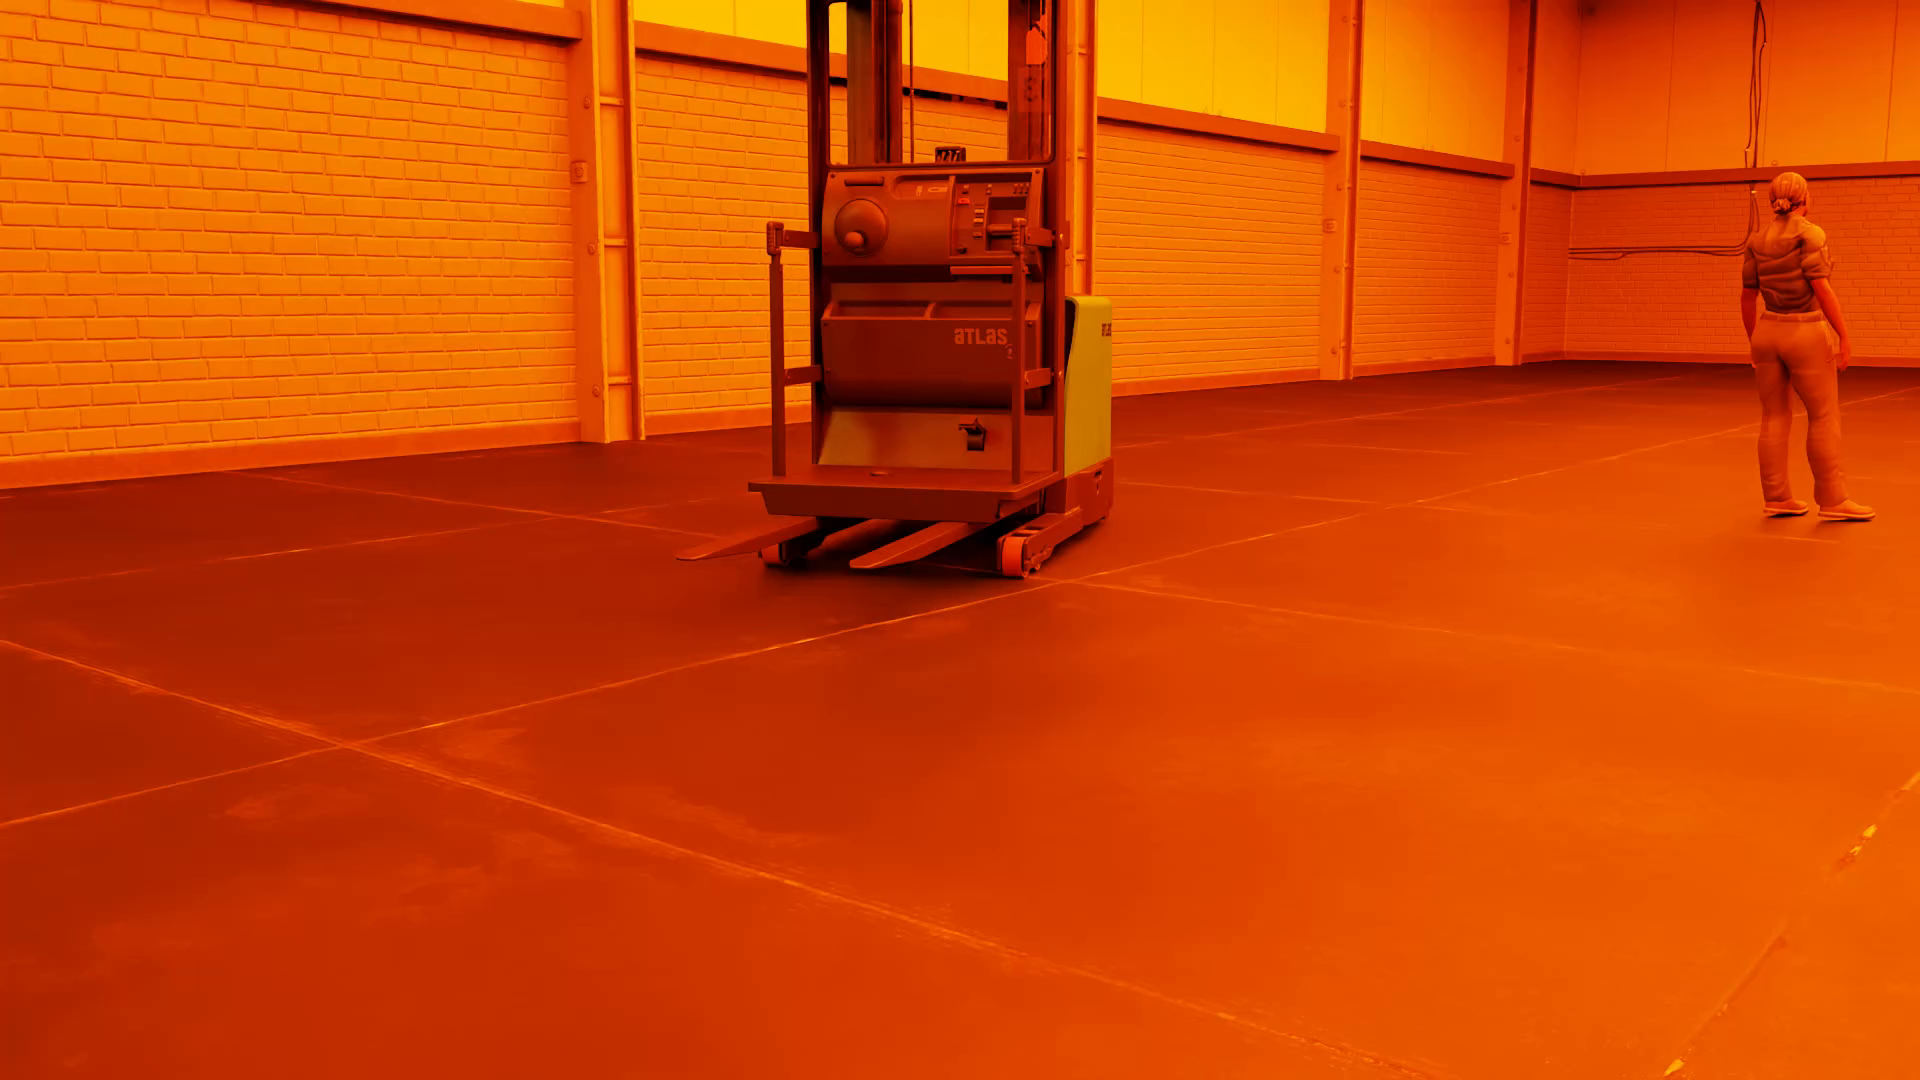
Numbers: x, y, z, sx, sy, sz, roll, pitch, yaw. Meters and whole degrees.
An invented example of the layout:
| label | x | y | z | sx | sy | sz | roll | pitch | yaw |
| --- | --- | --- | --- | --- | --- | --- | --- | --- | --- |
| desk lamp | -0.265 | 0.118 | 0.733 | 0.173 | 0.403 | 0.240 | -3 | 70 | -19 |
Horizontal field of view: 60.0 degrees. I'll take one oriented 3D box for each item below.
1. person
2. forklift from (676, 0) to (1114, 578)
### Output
| label | x | y | z | sx | sy | sz | roll | pitch | yaw |
| --- | --- | --- | --- | --- | --- | --- | --- | --- | --- |
| person | 4.111 | -0.942 | 8.080 | 0.505 | 1.654 | 0.570 | -4 | 9 | -24 |
| forklift | -0.176 | -1.366 | 6.616 | 1.130 | 2.935 | 3.031 | 3 | 9 | 17 |
